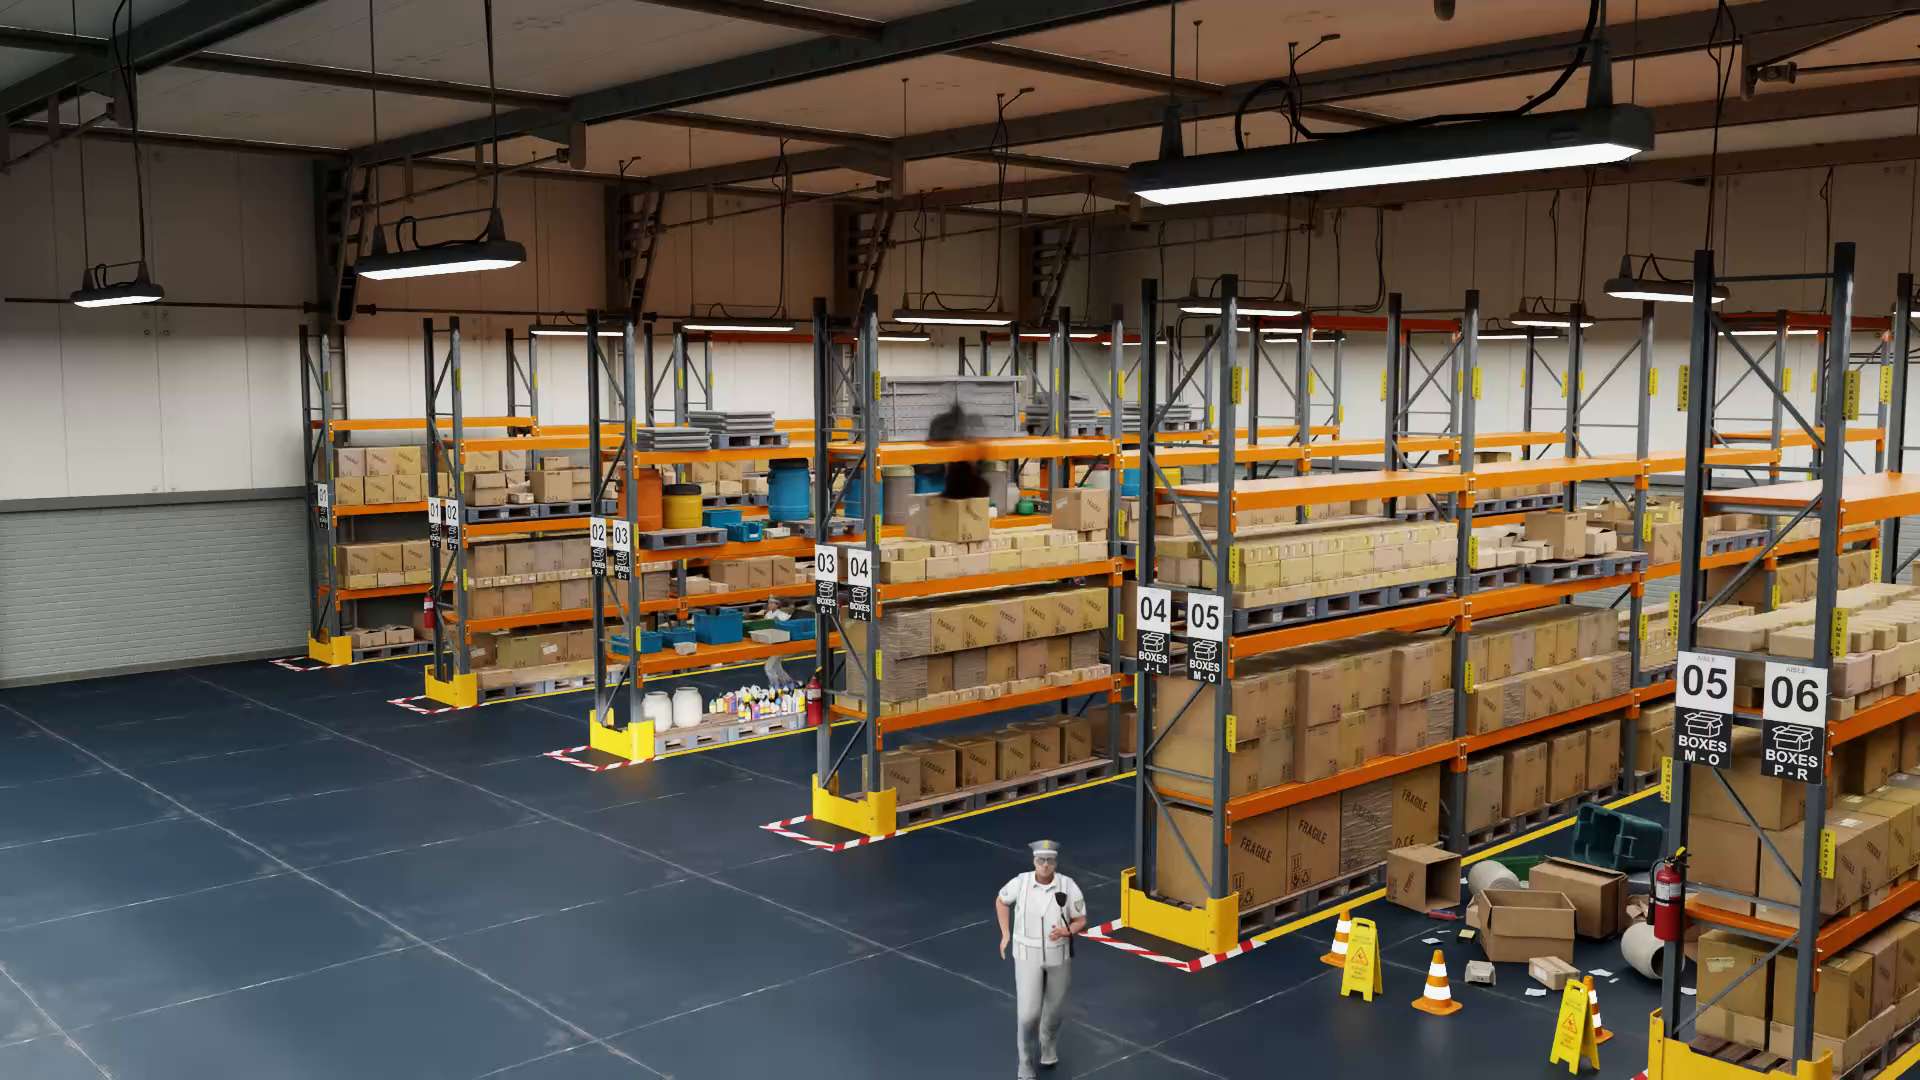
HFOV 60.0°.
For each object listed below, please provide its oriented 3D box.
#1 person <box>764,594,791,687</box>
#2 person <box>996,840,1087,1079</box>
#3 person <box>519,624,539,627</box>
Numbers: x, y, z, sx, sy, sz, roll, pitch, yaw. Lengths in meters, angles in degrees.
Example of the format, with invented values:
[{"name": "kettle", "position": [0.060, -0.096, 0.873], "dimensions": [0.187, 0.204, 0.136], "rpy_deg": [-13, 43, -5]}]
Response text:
[{"name": "person", "position": [-2.884, 1.705, 26.055], "dimensions": [0.726, 1.740, 0.590], "rpy_deg": [-5, 8, -40]}, {"name": "person", "position": [0.602, 3.075, 12.123], "dimensions": [0.636, 1.833, 0.741], "rpy_deg": [0, 6, -4]}, {"name": "person", "position": [-7.477, 1.401, 29.089], "dimensions": [0.615, 1.632, 0.918], "rpy_deg": [5, 8, 42]}]
